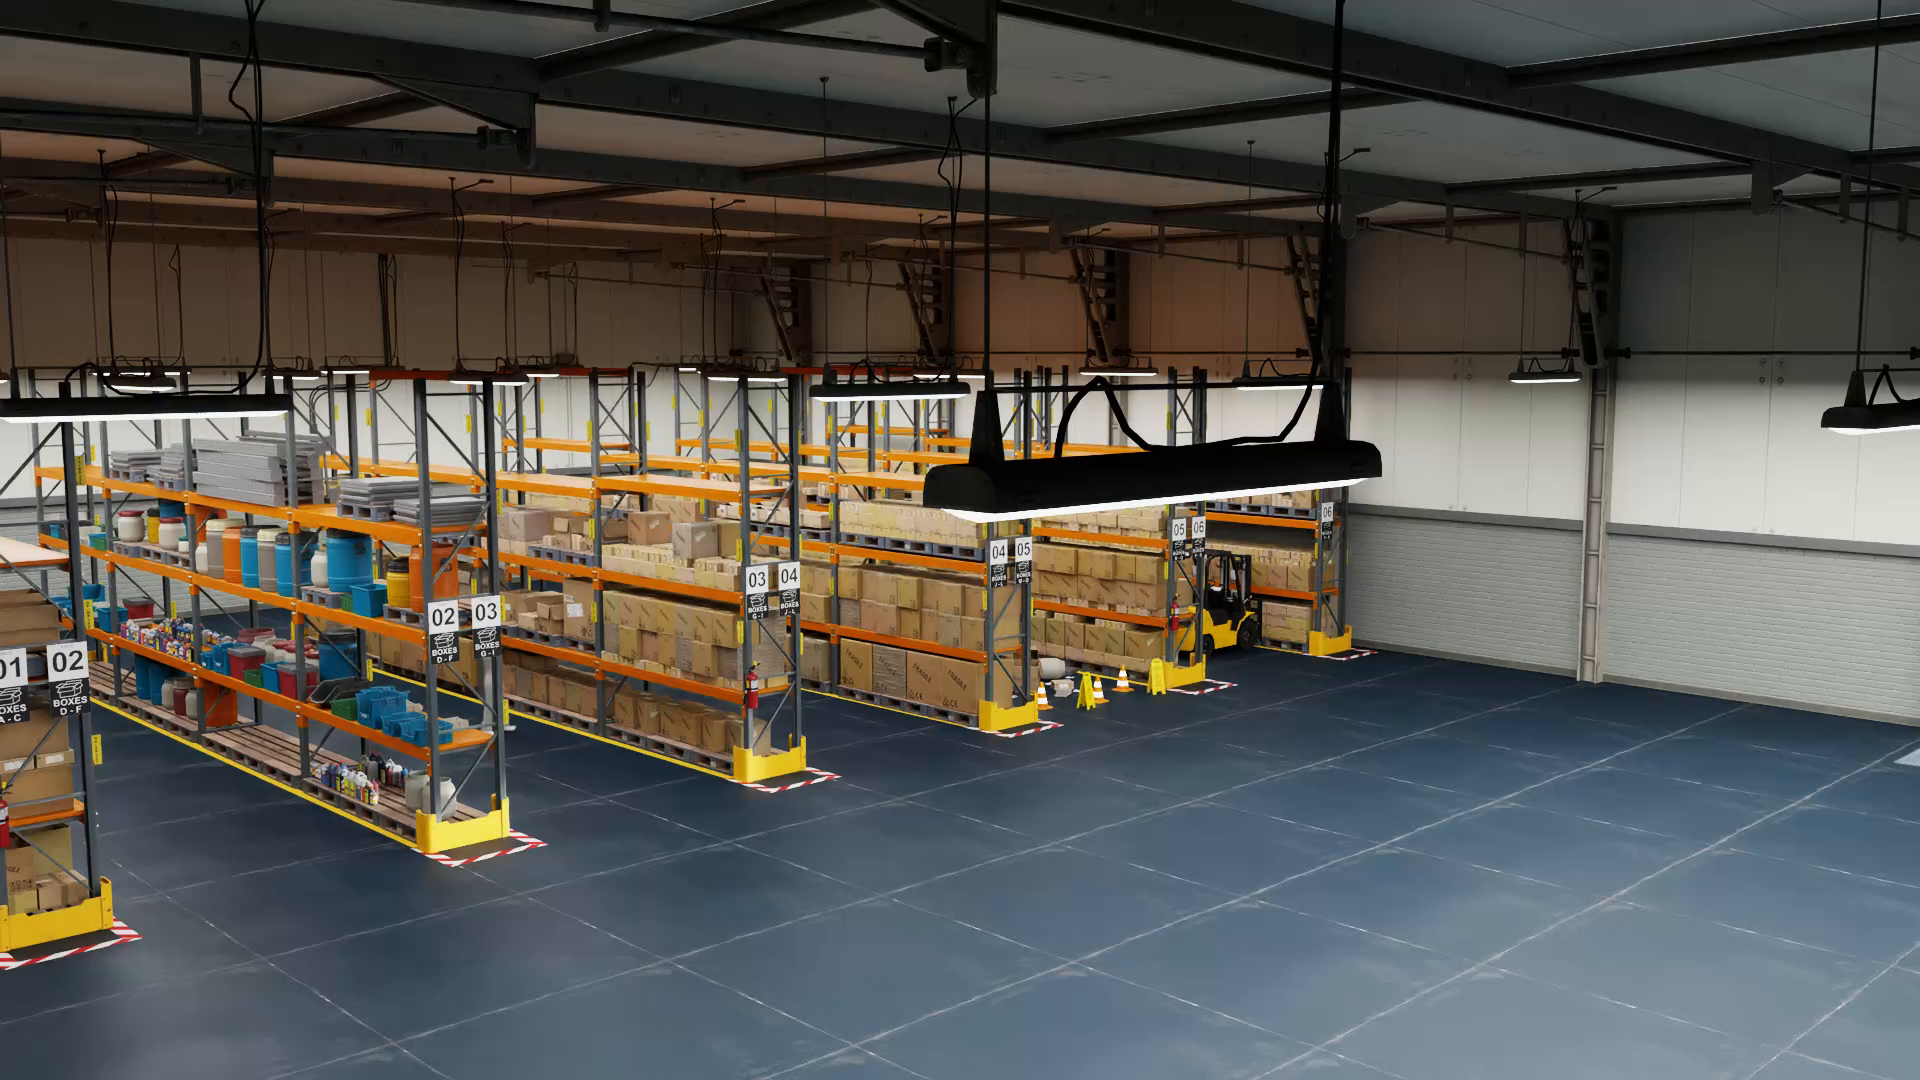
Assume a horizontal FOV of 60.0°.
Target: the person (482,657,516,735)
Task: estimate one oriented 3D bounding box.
[{"bbox_3d":[-7.661,2.401,27.582,0.569,1.665,0.486,-3,7,-21],"label":"person"}]
